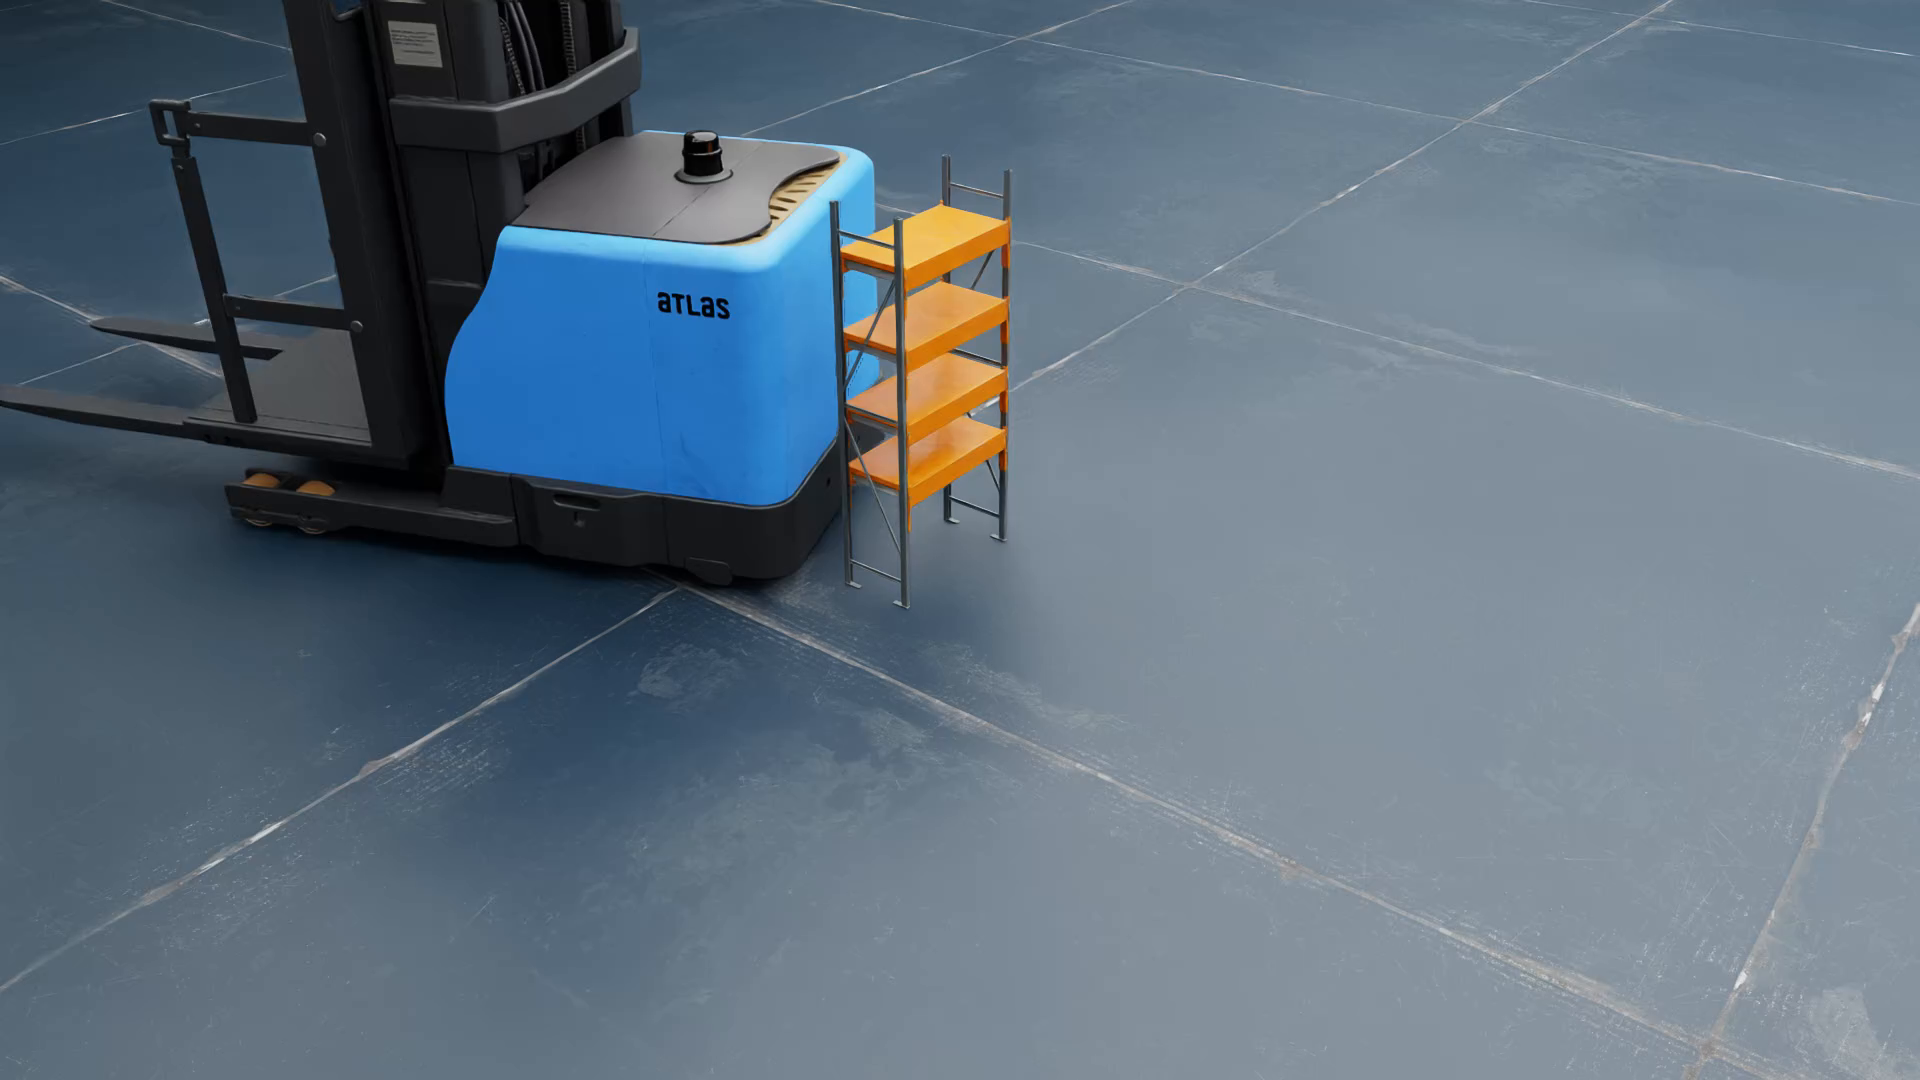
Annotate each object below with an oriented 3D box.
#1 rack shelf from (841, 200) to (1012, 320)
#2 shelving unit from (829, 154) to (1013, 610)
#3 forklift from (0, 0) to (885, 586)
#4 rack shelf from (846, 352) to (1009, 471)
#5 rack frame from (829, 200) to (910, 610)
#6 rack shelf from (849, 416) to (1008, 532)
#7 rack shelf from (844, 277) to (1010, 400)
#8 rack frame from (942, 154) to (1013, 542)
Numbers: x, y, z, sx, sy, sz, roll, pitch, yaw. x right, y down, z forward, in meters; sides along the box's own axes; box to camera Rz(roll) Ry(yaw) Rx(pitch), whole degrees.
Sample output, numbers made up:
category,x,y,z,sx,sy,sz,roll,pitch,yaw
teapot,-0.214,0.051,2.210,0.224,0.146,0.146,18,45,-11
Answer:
category,x,y,z,sx,sy,sz,roll,pitch,yaw
rack shelf,-0.100,-0.787,4.630,0.258,0.148,0.480,21,37,31
shelving unit,-0.100,-0.449,4.831,0.258,1.200,0.503,21,37,31
forklift,-1.832,-1.529,4.955,3.031,2.935,1.130,8,32,13
rack shelf,-0.100,-0.391,4.865,0.258,0.148,0.480,21,37,31
rack frame,-0.247,-0.350,4.663,0.240,1.200,0.015,21,37,31
rack shelf,-0.100,-0.220,4.966,0.258,0.148,0.480,21,37,31
rack shelf,-0.100,-0.583,4.751,0.258,0.148,0.480,21,37,31
rack frame,0.047,-0.548,4.998,0.240,1.200,0.015,21,37,31
